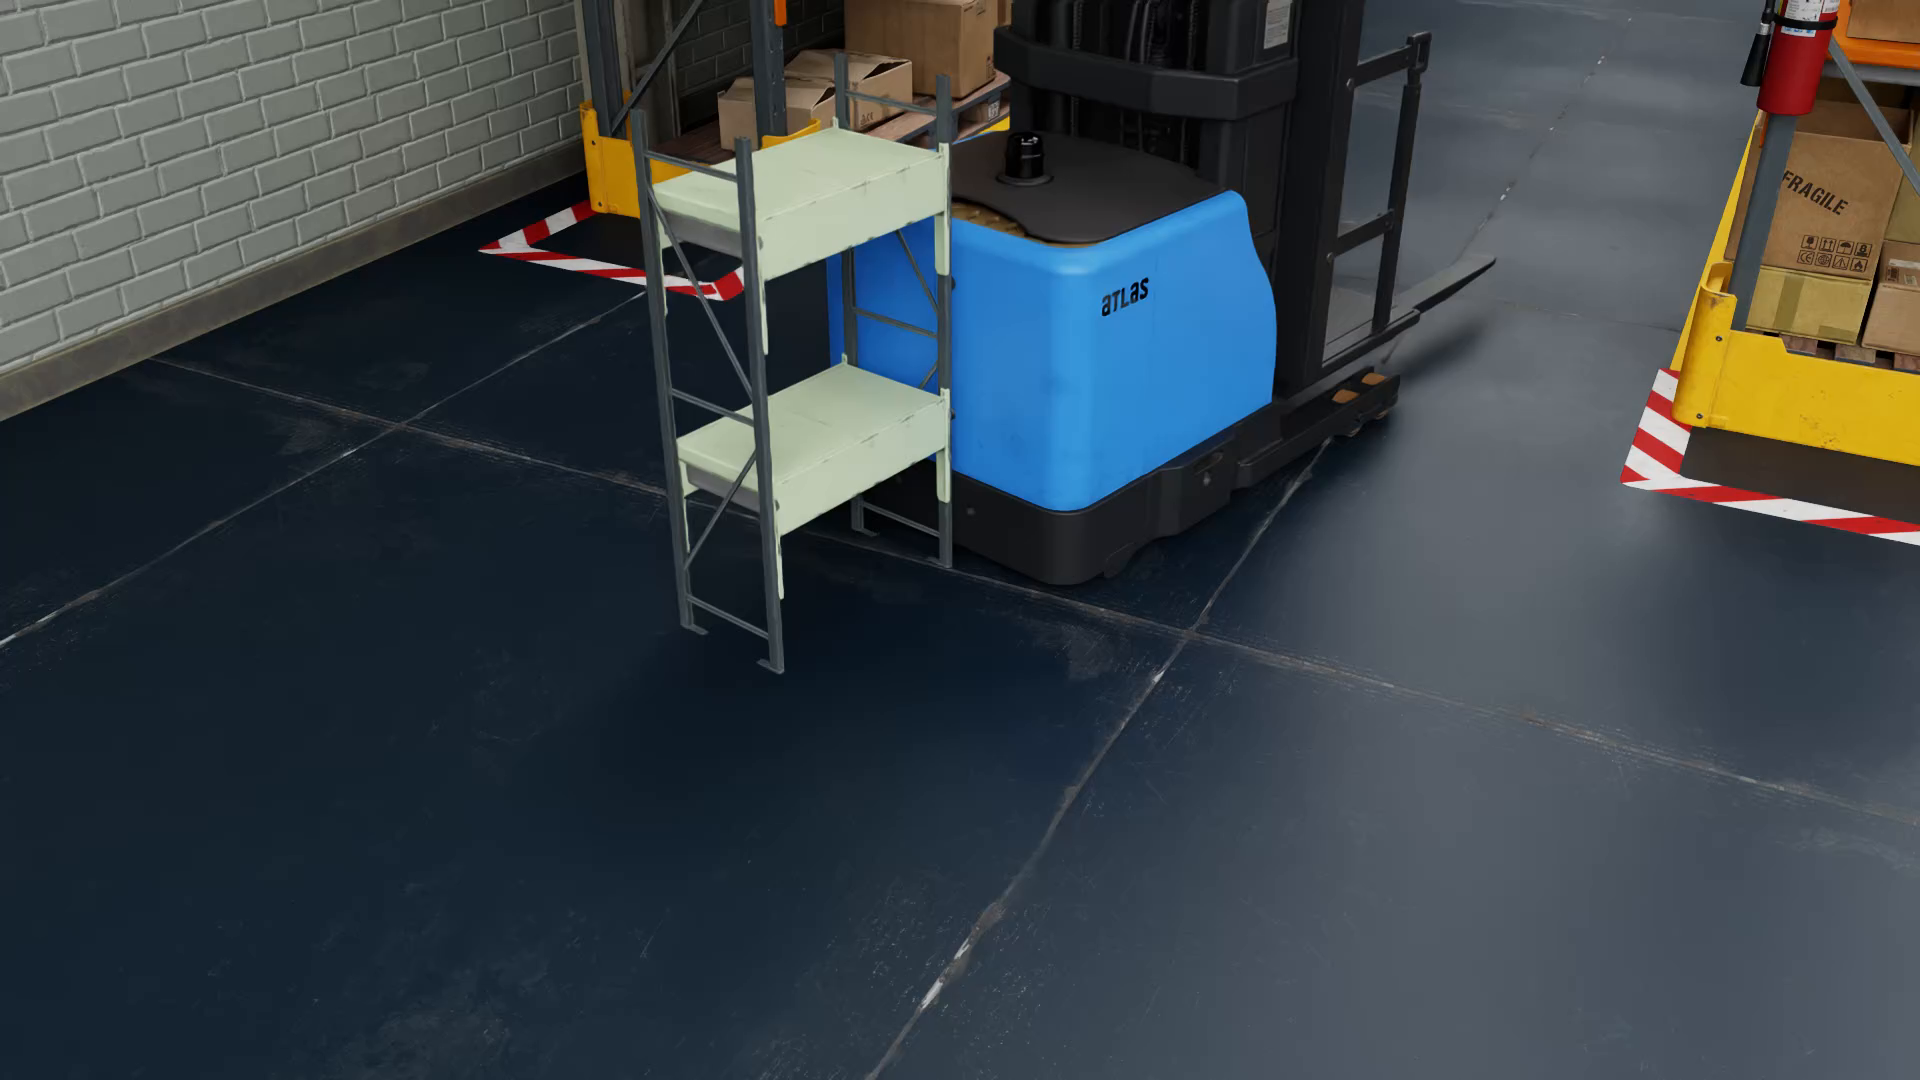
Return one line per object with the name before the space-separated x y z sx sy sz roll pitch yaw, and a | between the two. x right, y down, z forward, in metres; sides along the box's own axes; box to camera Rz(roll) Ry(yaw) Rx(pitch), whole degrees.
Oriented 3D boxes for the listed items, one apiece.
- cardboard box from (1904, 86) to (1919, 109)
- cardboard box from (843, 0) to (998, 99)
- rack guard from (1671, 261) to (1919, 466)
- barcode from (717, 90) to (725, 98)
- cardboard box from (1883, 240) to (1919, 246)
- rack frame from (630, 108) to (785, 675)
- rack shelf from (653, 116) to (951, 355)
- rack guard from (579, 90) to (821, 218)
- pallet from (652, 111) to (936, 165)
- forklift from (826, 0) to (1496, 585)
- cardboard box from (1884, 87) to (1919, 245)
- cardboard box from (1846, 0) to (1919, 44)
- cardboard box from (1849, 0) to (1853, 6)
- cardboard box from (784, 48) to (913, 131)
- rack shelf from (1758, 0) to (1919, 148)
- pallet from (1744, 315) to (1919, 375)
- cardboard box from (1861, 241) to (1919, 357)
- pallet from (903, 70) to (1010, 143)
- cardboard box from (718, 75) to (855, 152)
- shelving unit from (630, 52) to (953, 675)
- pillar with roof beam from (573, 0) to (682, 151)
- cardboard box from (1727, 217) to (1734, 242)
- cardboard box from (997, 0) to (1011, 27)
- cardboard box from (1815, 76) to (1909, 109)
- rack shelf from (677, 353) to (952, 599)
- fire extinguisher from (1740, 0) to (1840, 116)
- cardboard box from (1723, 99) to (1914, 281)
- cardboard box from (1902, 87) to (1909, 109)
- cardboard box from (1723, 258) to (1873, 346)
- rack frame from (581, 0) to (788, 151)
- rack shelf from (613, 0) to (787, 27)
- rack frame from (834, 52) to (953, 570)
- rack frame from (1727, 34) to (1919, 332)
cardboard box | 4.051 -1.633 6.669 0.500 0.500 0.500 14 33 23
cardboard box | -0.212 -2.766 9.124 0.700 0.500 0.500 12 32 20
rack guard | 3.155 -0.590 5.775 1.175 0.500 0.348 14 33 23
barcode | -1.198 -2.221 8.354 0.001 0.075 0.075 14 33 23
cardboard box | 3.833 -1.084 6.465 0.500 0.250 0.500 14 33 23
rack frame | -0.648 -0.343 4.342 0.400 1.500 0.023 22 37 33
rack shelf | -0.416 -0.823 4.394 0.431 0.370 0.720 22 37 33
rack guard | -1.211 -1.756 7.807 1.175 0.500 0.348 14 33 23
pallet | -0.809 -1.983 8.492 1.003 0.211 1.213 14 33 23
forklift | 0.937 -1.787 5.419 1.130 2.935 3.031 24 38 36
cardboard box | 3.835 -1.409 6.278 0.500 0.500 0.500 14 33 23
cardboard box | 3.390 -1.932 5.502 0.700 0.500 0.500 14 33 23
cardboard box | 3.625 -2.166 5.909 0.700 0.500 0.500 15 33 25
cardboard box | -0.590 -2.371 8.624 0.500 0.311 0.500 17 34 27
rack shelf | 4.077 -2.259 6.895 1.077 0.370 4.000 14 33 23
pallet | 3.477 -0.824 6.473 1.003 0.211 1.213 14 33 23
cardboard box | 3.609 -0.862 6.078 0.500 0.250 0.500 14 33 23
pallet | -0.252 -2.522 9.430 1.003 0.211 1.213 14 33 23
cardboard box | -0.850 -2.118 8.184 0.500 0.311 0.500 11 32 18
shelving unit | -0.416 -0.485 4.588 0.431 1.500 0.755 22 37 33
pillar with roof beam | 2.136 -4.938 4.813 9.100 9.000 0.400 14 33 23
cardboard box | 3.365 -1.203 6.673 0.500 0.250 0.500 14 33 23
cardboard box | 0.140 -3.218 9.909 0.500 0.500 0.500 12 32 20
cardboard box | 3.588 -1.751 6.874 0.500 0.500 0.500 14 33 23
rack shelf | -0.416 -0.202 4.750 0.431 0.370 0.720 22 37 33
fire extinguisher | 2.699 -1.704 5.283 0.296 0.674 0.183 14 33 23
cardboard box | 3.146 -1.305 6.096 0.500 0.500 0.500 14 33 23
cardboard box | 4.294 -1.851 7.048 0.500 0.500 0.500 14 33 23
cardboard box | 3.147 -0.979 6.282 0.500 0.250 0.500 14 33 23
rack frame | -1.245 -2.807 7.125 1.000 3.000 0.127 14 33 23
rack shelf | -0.334 -3.381 8.849 1.077 0.370 4.000 14 33 23
rack frame | -0.185 -0.626 4.834 0.400 1.500 0.023 22 37 33
rack frame | 3.166 -1.685 5.171 1.000 3.000 0.127 14 33 23
